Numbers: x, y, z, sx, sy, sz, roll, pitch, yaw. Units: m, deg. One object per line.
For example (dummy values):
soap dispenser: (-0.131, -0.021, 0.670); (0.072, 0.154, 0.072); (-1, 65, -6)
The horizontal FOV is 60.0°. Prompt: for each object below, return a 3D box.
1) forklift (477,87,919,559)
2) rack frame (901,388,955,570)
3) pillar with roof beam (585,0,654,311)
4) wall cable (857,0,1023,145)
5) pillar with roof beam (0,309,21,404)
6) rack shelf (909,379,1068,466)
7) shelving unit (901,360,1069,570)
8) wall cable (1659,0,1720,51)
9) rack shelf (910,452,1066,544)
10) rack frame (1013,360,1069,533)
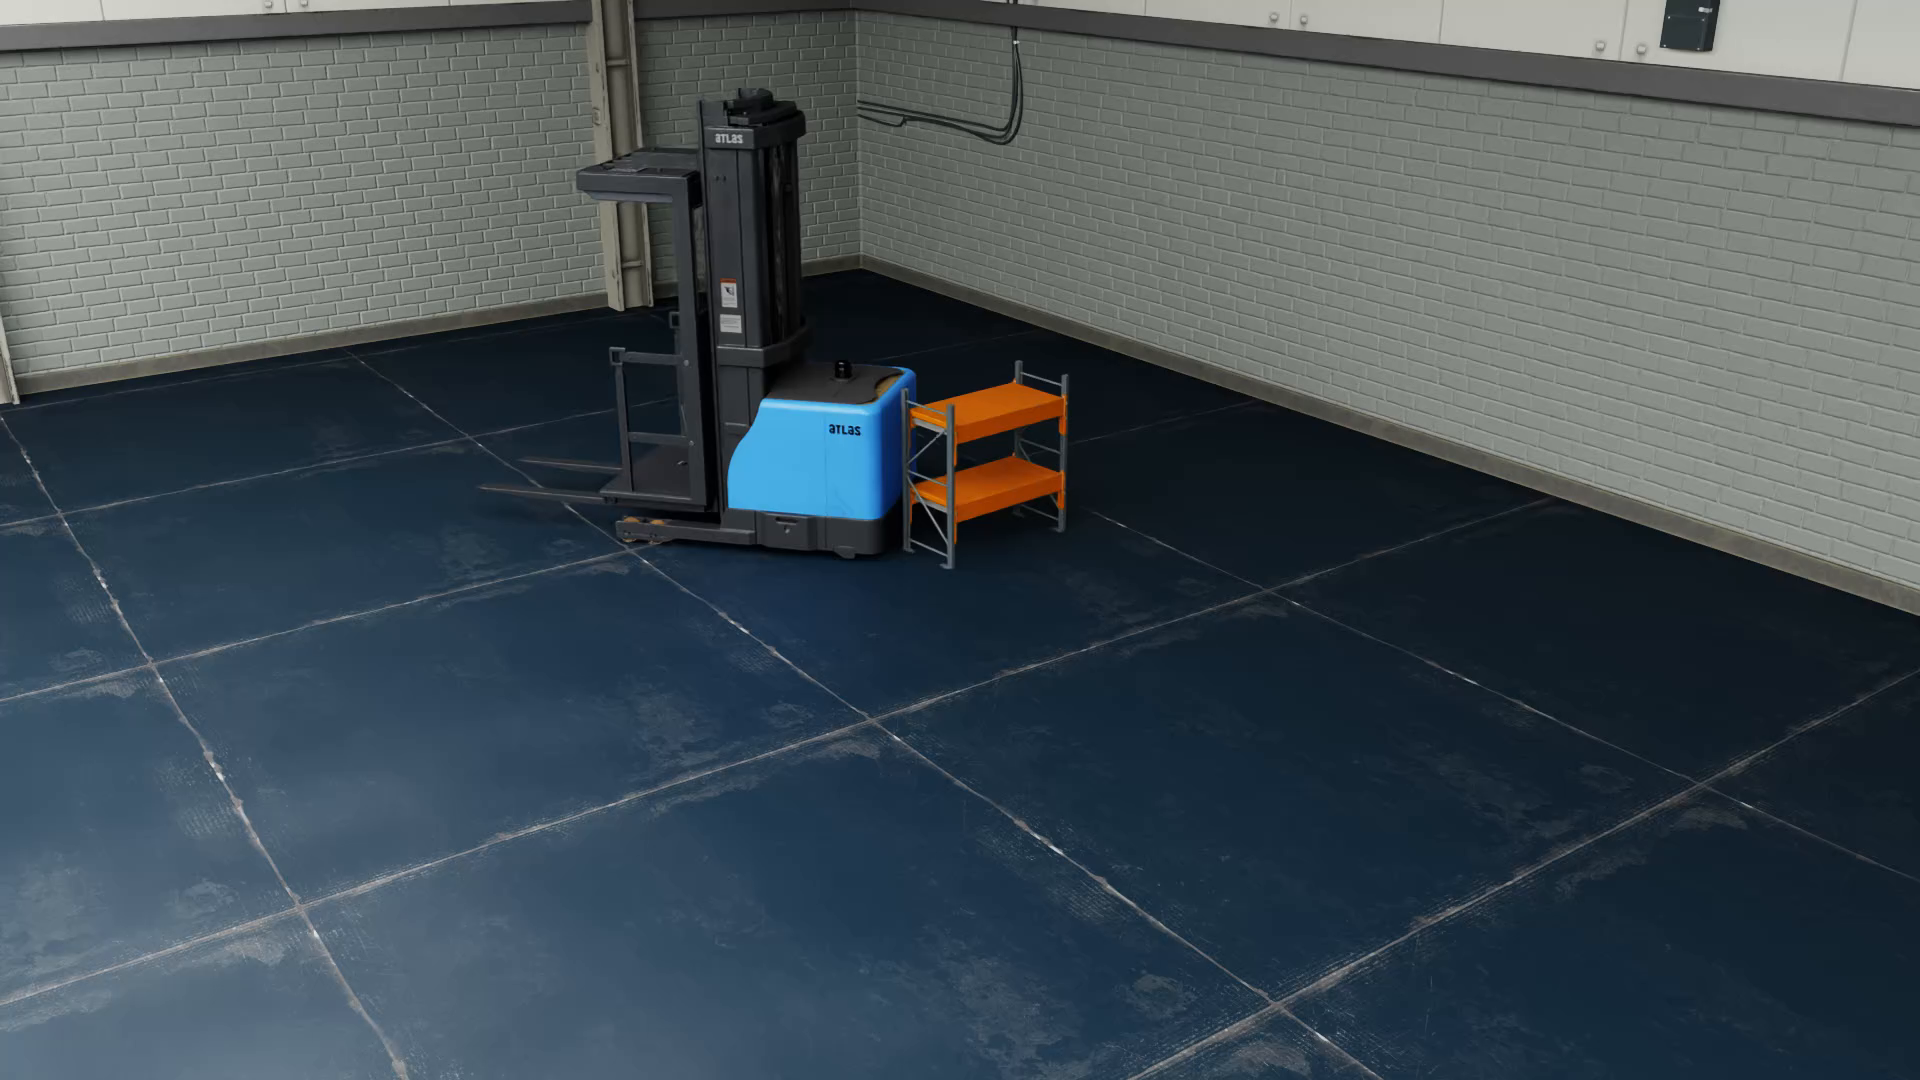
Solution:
forklift: (-1.862, -1.512, 11.231); (3.031, 2.935, 1.130); (5, 22, 13)
rack frame: (-0.208, -0.398, 10.877); (0.032, 1.125, 0.500); (-18, 28, -38)
pillar with roof beam: (-0.972, -5.366, 12.702); (0.400, 9.000, 9.100); (-15, 26, -33)
wall cable: (-0.323, -5.459, 17.124); (0.112, 2.526, 3.097); (-15, 26, -33)
pillar with roof beam: (-5.843, -4.067, 9.447); (0.400, 9.000, 9.100); (-15, 26, -33)
rack shelf: (0.174, -0.794, 11.080); (1.000, 0.278, 0.538); (-18, 28, -38)
shelving unit: (0.174, -0.523, 11.188); (1.048, 1.125, 0.538); (-18, 28, -38)
wall cable: (5.209, -5.621, 8.752); (0.169, 6.003, 2.305); (-15, 26, -33)
rack shelf: (0.174, -0.296, 11.279); (1.000, 0.278, 0.538); (-18, 28, -38)
rack frame: (0.556, -0.647, 11.500); (0.032, 1.125, 0.500); (-18, 28, -38)
